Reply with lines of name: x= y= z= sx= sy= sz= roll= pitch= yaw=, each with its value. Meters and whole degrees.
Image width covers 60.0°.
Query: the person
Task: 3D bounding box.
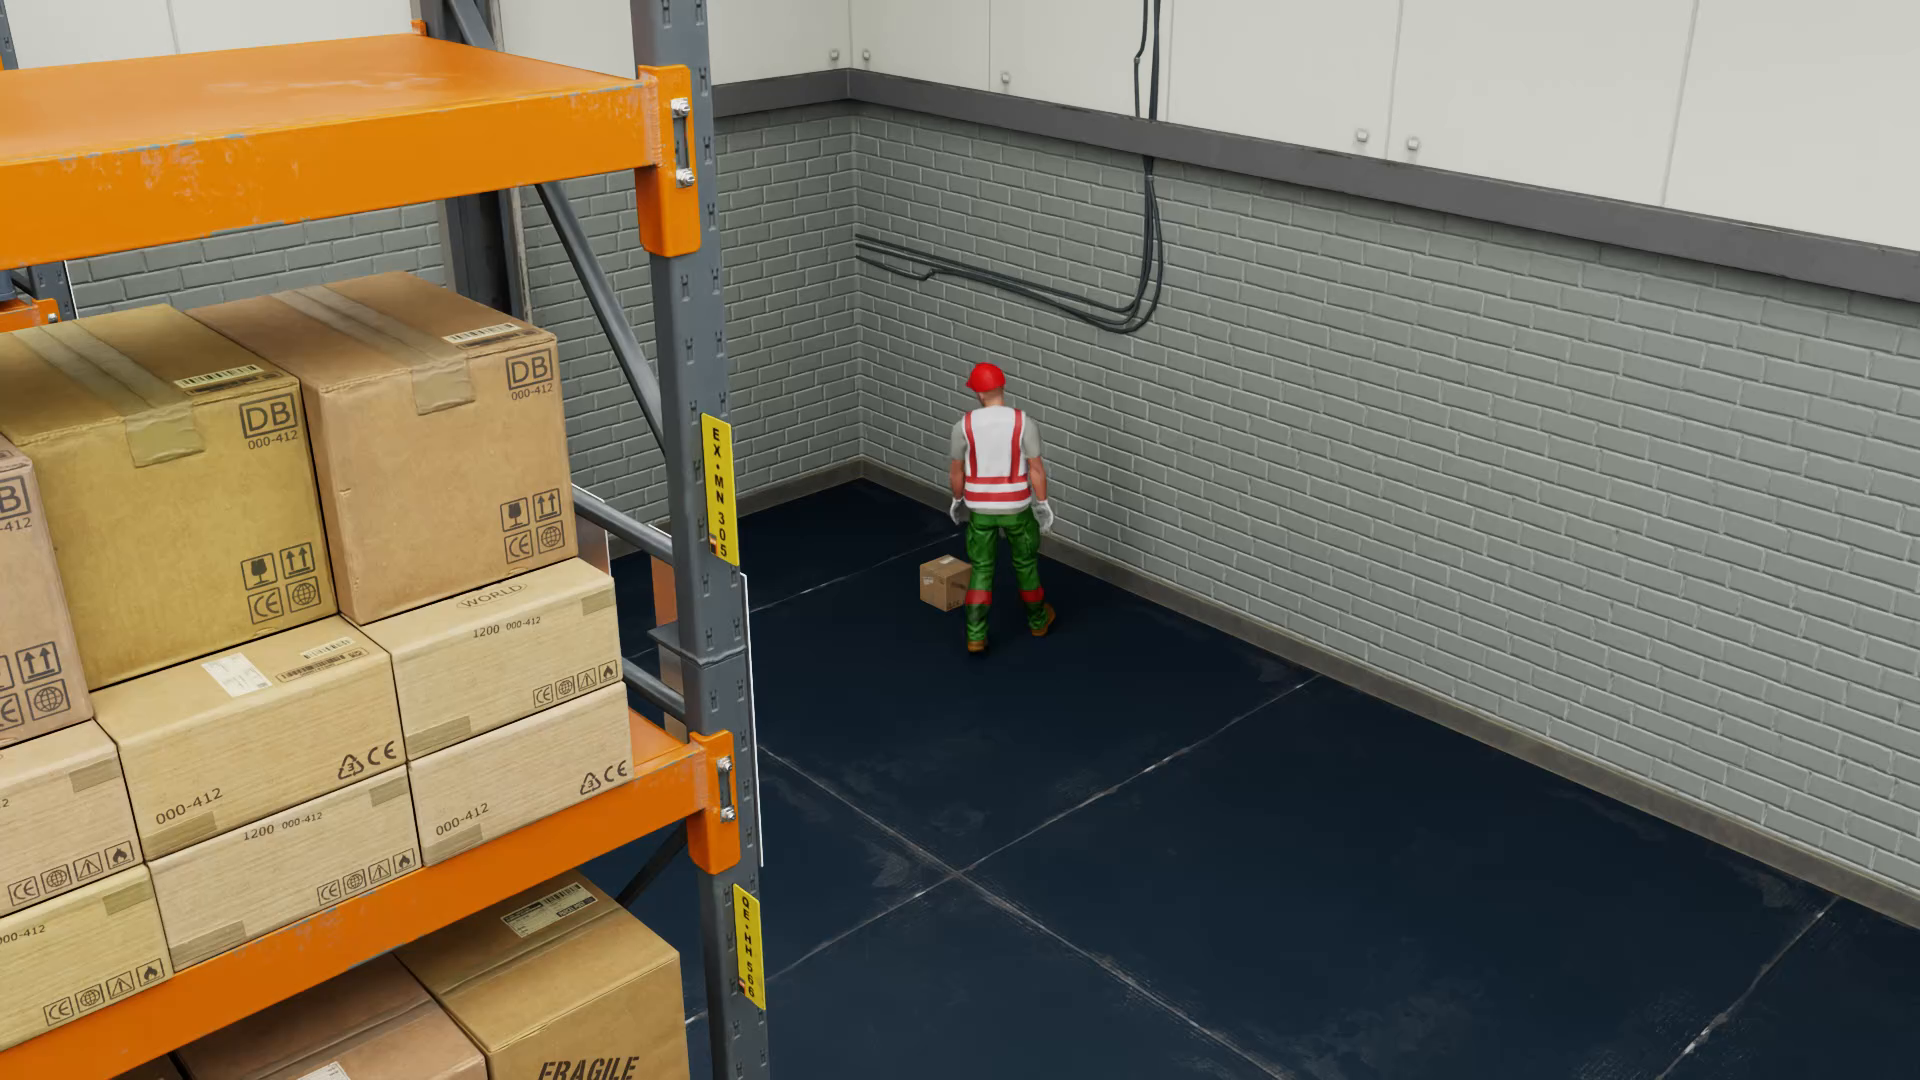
person: x=0.243 y=-0.190 z=10.038 sx=0.645 sy=1.764 sz=0.676 roll=4 pitch=24 yaw=9
